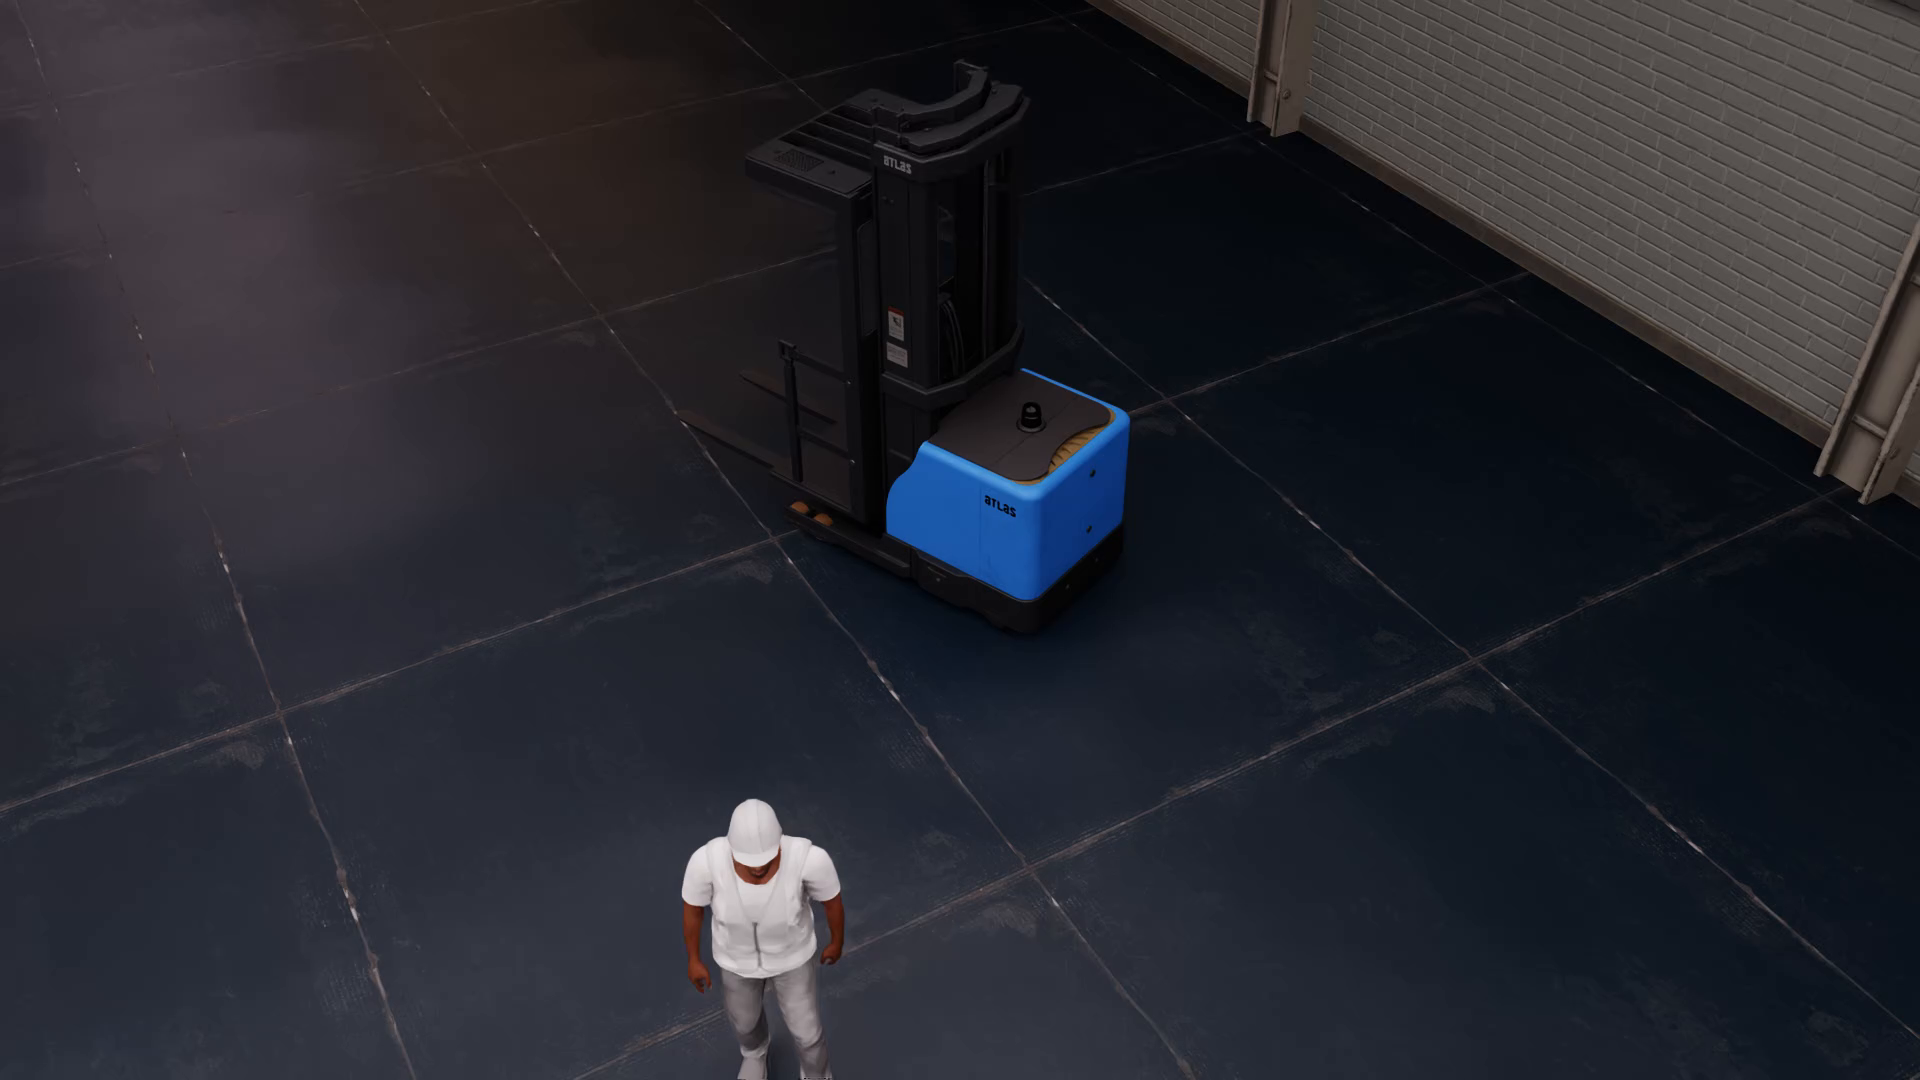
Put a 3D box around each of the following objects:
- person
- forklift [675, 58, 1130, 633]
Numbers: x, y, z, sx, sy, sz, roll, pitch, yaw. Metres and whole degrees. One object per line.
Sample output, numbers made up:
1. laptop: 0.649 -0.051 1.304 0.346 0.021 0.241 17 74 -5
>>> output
1. person: -0.805 1.774 6.861 0.661 1.796 0.522 -1 40 -1
2. forklift: -0.481 -1.366 9.683 3.031 2.935 1.130 26 46 28
